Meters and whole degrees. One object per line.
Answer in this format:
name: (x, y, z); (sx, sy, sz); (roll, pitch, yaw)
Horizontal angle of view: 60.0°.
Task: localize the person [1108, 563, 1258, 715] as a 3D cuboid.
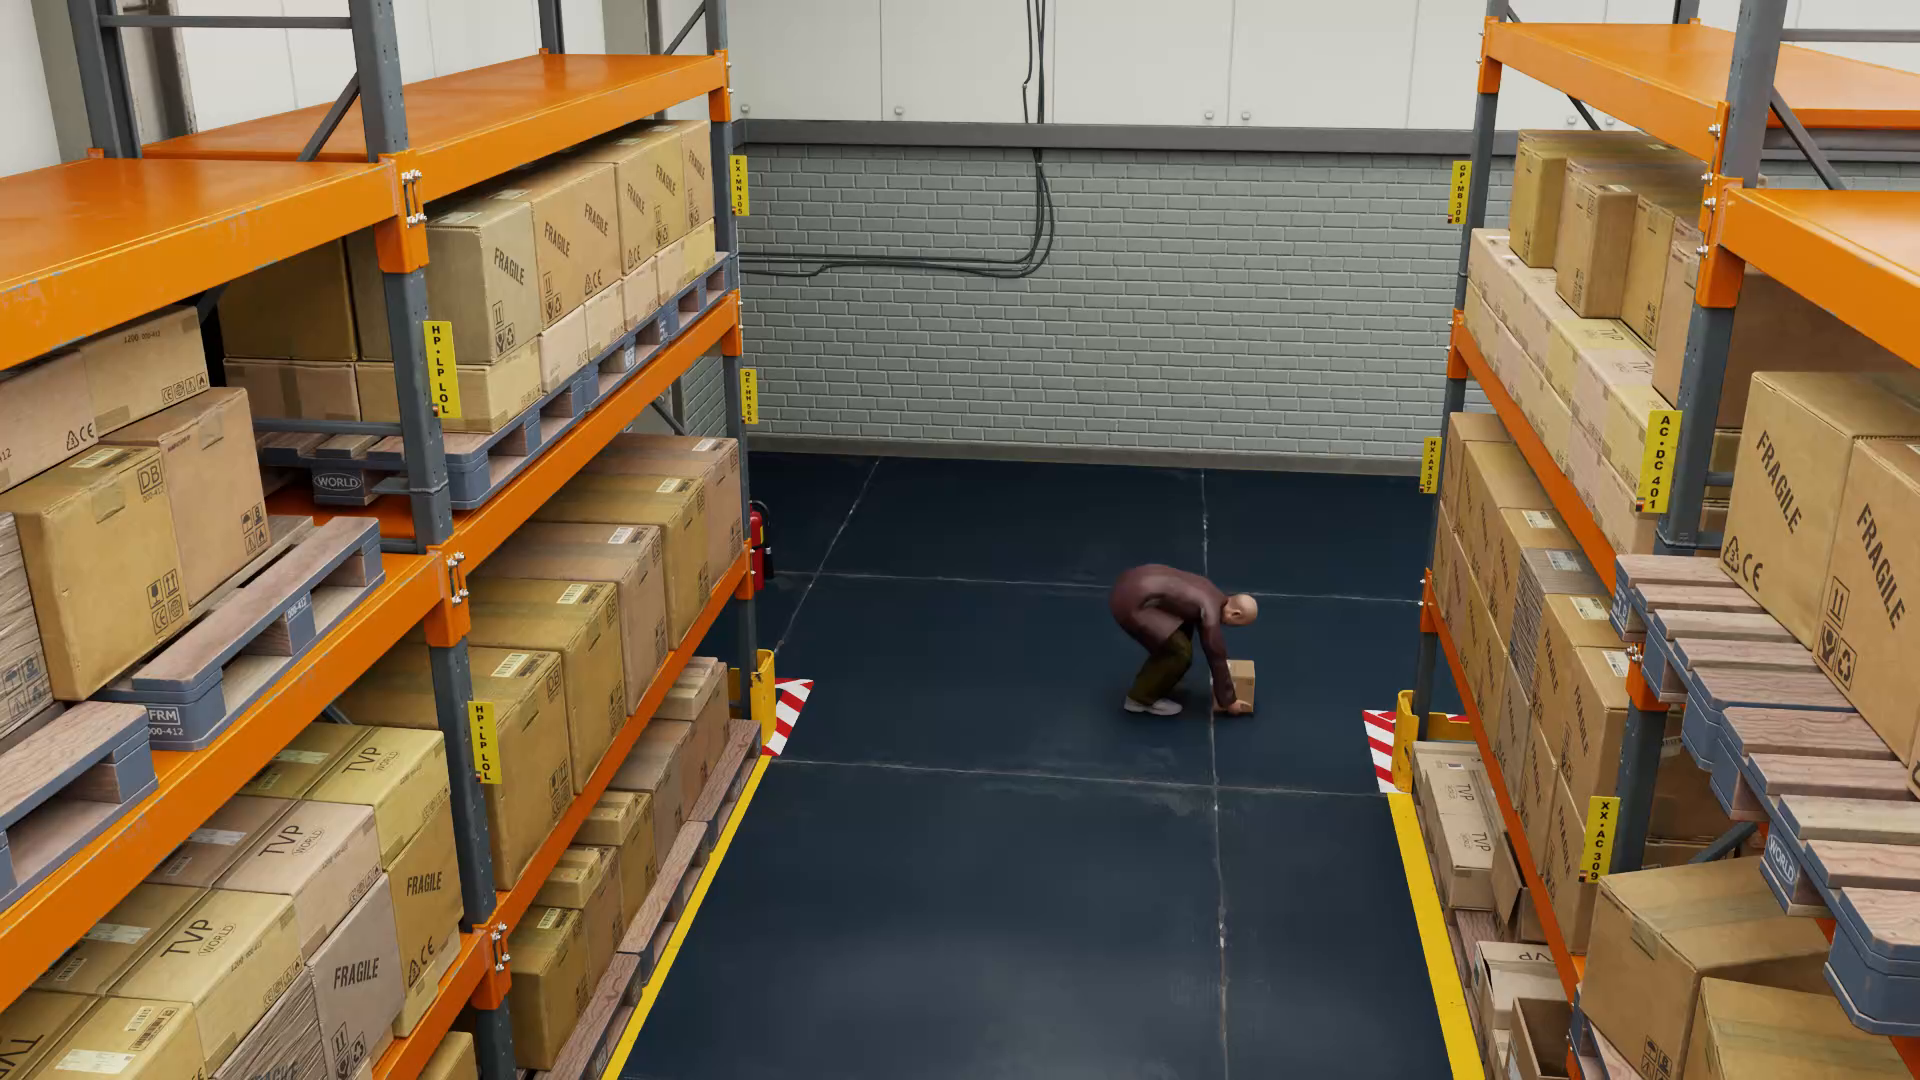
person: (1.415, 0.619, 10.631); (0.945, 0.952, 0.586); (1, 21, 4)
